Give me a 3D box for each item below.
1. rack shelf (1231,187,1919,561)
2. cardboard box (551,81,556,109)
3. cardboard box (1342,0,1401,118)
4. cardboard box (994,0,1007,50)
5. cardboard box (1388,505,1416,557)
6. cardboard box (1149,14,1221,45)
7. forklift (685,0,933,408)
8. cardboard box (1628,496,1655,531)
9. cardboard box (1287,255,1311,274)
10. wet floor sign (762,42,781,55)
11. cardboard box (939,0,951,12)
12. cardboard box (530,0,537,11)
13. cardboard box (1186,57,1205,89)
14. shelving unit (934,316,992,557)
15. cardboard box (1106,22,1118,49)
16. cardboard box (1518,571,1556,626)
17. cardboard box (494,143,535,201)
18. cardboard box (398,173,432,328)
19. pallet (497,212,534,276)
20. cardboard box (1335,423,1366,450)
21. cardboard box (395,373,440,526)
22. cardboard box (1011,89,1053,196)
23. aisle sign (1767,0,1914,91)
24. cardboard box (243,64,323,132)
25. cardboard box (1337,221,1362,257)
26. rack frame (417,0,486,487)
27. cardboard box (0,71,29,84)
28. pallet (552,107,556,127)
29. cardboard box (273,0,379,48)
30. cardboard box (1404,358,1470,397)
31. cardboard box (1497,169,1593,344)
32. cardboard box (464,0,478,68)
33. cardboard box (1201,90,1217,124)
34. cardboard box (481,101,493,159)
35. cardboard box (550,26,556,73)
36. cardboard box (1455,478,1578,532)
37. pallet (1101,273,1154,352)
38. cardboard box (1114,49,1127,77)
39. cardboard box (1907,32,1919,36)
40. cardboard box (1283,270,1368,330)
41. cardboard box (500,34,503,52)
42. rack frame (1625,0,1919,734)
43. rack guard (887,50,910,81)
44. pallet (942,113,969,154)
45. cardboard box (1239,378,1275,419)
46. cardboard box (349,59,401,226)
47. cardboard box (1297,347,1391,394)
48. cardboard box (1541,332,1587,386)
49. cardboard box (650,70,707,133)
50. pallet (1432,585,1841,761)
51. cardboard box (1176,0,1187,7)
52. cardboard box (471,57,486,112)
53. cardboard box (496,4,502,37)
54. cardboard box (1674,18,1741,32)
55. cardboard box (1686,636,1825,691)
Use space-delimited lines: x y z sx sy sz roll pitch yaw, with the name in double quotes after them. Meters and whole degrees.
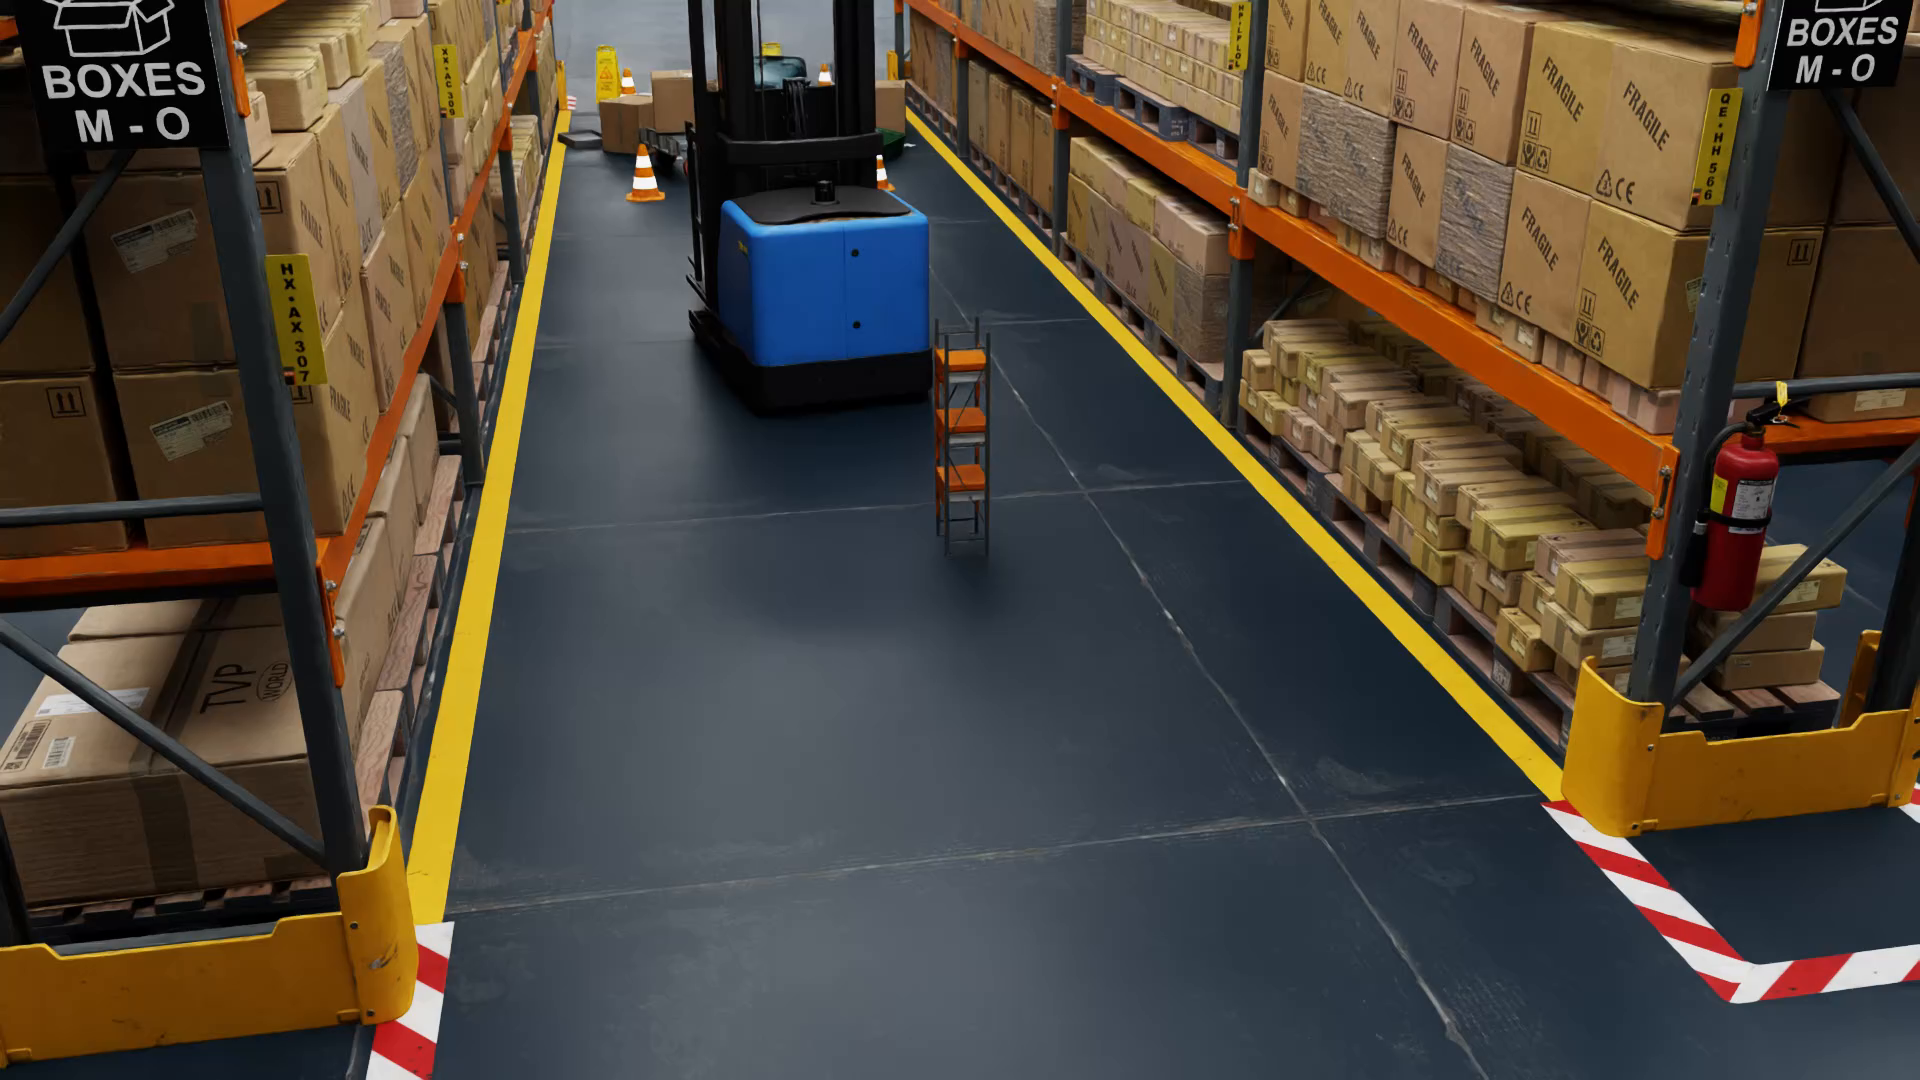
2.318 -0.924 7.017 1.077 0.370 4.000 -4 24 -10 "rack shelf"
-4.615 -4.784 17.867 0.500 0.250 0.500 -4 24 -10 "cardboard box"
1.965 -2.082 7.023 0.500 0.500 0.500 -4 24 -9 "cardboard box"
0.579 -4.411 13.977 0.500 0.500 0.500 -4 24 -9 "cardboard box"
2.076 -0.049 7.153 0.380 0.149 0.250 -4 24 -9 "cardboard box"
1.390 -3.152 10.266 0.380 0.149 0.250 -5 24 -10 "cardboard box"
-1.119 -2.642 10.136 1.130 2.935 3.031 -8 25 -17 "forklift"
2.834 -0.065 6.445 0.380 0.149 0.250 -4 24 -10 "cardboard box"
2.071 -1.741 9.650 0.500 0.250 0.500 -5 24 -12 "cardboard box"
-2.223 -5.546 19.643 0.267 0.644 0.232 -9 25 -19 "wet floor sign"
0.264 -5.615 16.671 0.875 0.550 0.550 -4 24 -10 "cardboard box"
-4.185 -5.157 15.313 0.500 0.500 0.500 -4 24 -10 "cardboard box"
1.532 -2.704 9.612 0.380 0.149 0.250 -5 24 -11 "cardboard box"
0.010 -0.460 7.492 0.215 1.050 0.252 -4 24 -10 "shelving unit"
1.205 -3.411 11.230 0.380 0.149 0.250 -5 24 -11 "cardboard box"
2.314 0.217 6.170 0.380 0.149 0.250 -5 24 -11 "cardboard box"
-4.012 -3.007 13.646 0.950 0.372 0.625 -4 24 -8 "cardboard box"
-2.353 -1.118 6.437 0.500 0.500 0.500 -5 24 -11 "cardboard box"
-3.781 -2.237 12.609 1.003 0.211 1.213 -4 24 -10 "pallet"
1.991 -0.494 7.799 0.380 0.149 0.250 -3 24 -7 "cardboard box"
-2.888 -0.398 7.589 0.875 0.438 0.875 -5 24 -11 "cardboard box"
1.019 -3.365 13.993 1.050 0.750 0.750 -4 24 -9 "cardboard box"
2.406 -1.607 4.435 0.394 0.787 0.004 -4 24 -10 "aisle sign"
-2.006 -1.231 4.636 0.380 0.149 0.250 -4 24 -8 "cardboard box"
1.927 -1.381 7.478 0.380 0.149 0.250 -4 24 -9 "cardboard box"
-2.898 -1.634 7.744 1.000 3.000 0.127 -4 24 -10 "rack frame"
-2.623 -1.182 4.524 0.380 0.149 0.250 -5 24 -10 "cardboard box"
-4.988 -4.724 18.303 1.003 0.211 1.213 -4 24 -10 "pallet"
-2.404 -1.933 6.244 0.380 0.149 0.250 -4 24 -10 "cardboard box"
2.380 -0.776 8.072 0.380 0.149 0.250 -4 24 -8 "cardboard box"
2.261 -1.010 5.818 0.500 0.500 0.500 -5 24 -11 "cardboard box"
-3.011 -2.931 9.339 0.500 0.500 0.500 -5 24 -11 "cardboard box"
1.587 -2.460 9.423 0.380 0.149 0.250 -4 24 -10 "cardboard box"
-2.980 -2.362 9.597 0.500 0.250 0.500 -5 24 -11 "cardboard box"
-4.713 -5.335 18.190 0.500 0.500 0.500 -4 24 -9 "cardboard box"
2.192 -0.117 6.565 0.380 0.149 0.250 -5 24 -12 "cardboard box"
1.573 -1.549 11.034 1.003 0.211 1.213 -4 24 -10 "pallet"
1.244 -3.182 11.078 0.380 0.149 0.250 -3 24 -7 "cardboard box"
6.298 -2.977 10.695 0.500 0.500 0.500 -5 24 -10 "cardboard box"
2.072 -1.398 9.801 0.500 0.500 0.500 -3 24 -8 "cardboard box"
-3.540 -3.651 12.152 0.380 0.149 0.250 -6 24 -13 "cardboard box"
2.687 -0.467 5.072 1.000 3.000 0.127 -4 24 -10 "rack frame"
-0.276 -5.624 20.003 1.175 0.500 0.348 -4 24 -10 "rack guard"
0.405 -4.214 17.135 1.003 0.211 1.213 -4 24 -10 "pallet"
1.699 -0.759 8.778 0.380 0.149 0.250 -5 24 -12 "cardboard box"
-2.266 -1.376 5.778 0.500 0.500 0.500 -4 24 -10 "cardboard box"
1.896 -0.840 8.219 0.380 0.149 0.250 -5 24 -10 "cardboard box"
2.279 -0.657 5.821 0.380 0.149 0.250 -5 24 -10 "cardboard box"
-2.634 -4.126 15.626 0.500 0.500 0.500 -4 24 -10 "cardboard box"
2.558 0.459 6.436 1.003 0.211 1.213 -4 24 -10 "pallet"
1.749 -3.805 11.760 0.380 0.149 0.250 -5 24 -12 "cardboard box"
-2.989 -2.591 9.497 0.500 0.250 0.500 -5 24 -11 "cardboard box"
-3.494 -3.776 11.627 0.500 0.500 0.500 -5 24 -11 "cardboard box"
2.766 -1.502 5.695 0.500 0.500 0.500 -4 24 -8 "cardboard box"
2.905 0.417 6.084 0.380 0.149 0.250 -4 24 -9 "cardboard box"
